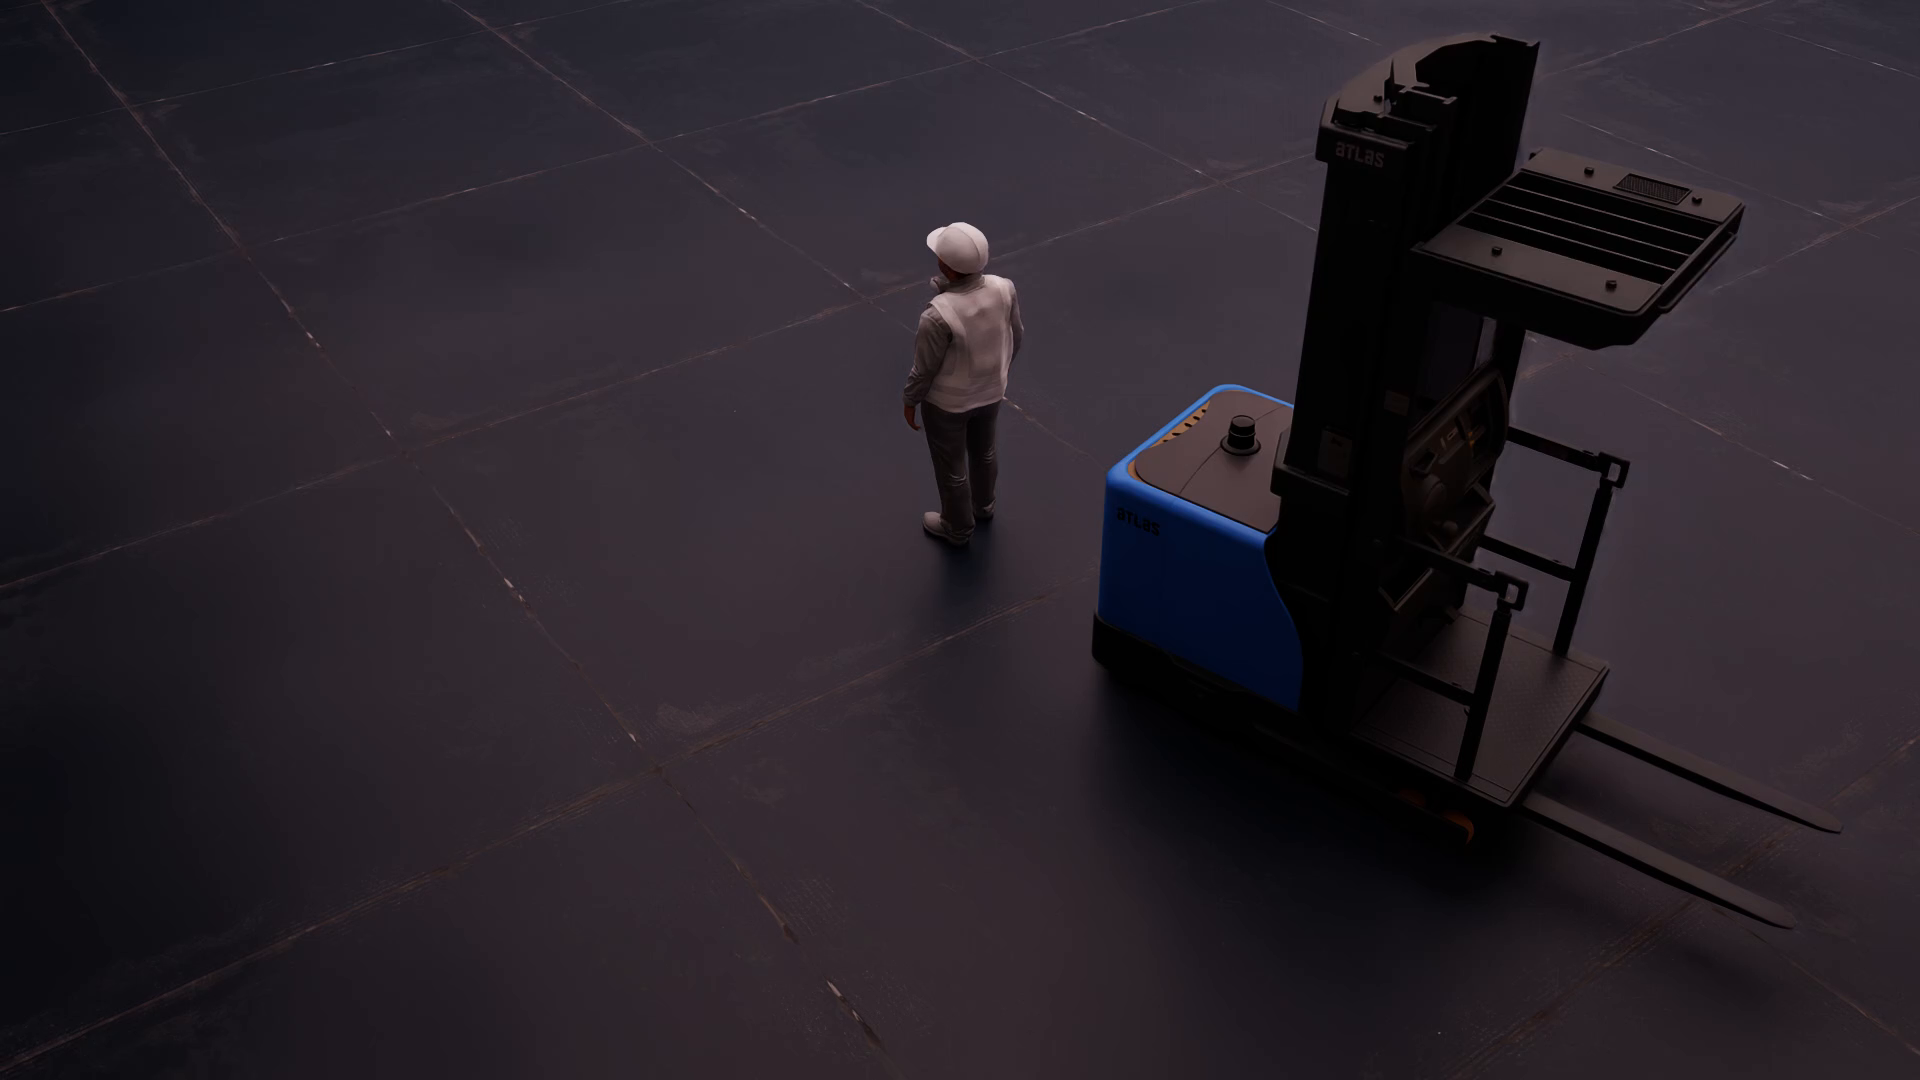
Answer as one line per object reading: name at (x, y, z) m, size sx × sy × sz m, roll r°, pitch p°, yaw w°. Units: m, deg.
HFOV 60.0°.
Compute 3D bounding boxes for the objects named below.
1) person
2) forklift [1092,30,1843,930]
person at (-0.029, -0.752, 7.922) m, size 0.632 × 1.773 × 0.568 m, roll -23°, pitch 42°, yaw -28°
forklift at (2.073, -0.283, 6.328) m, size 3.031 × 2.935 × 1.130 m, roll 25°, pitch 43°, yaw 30°
